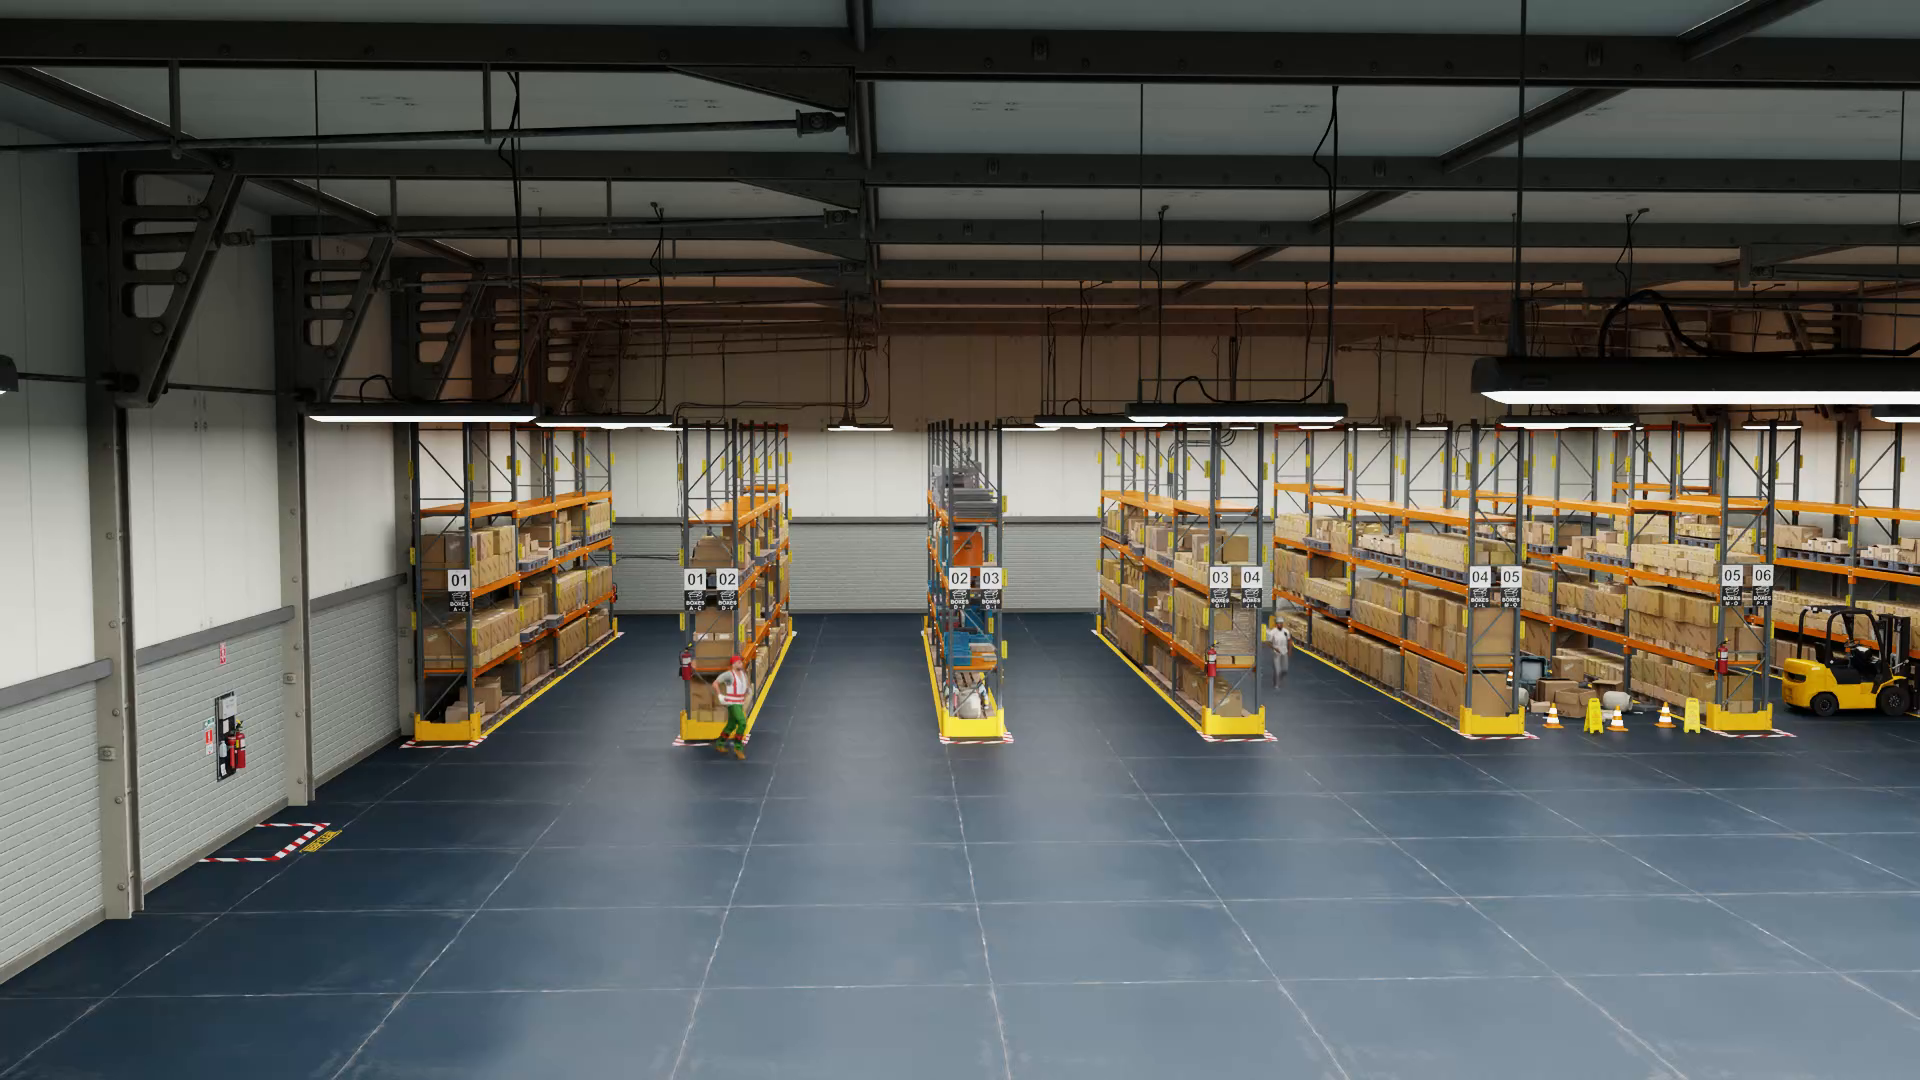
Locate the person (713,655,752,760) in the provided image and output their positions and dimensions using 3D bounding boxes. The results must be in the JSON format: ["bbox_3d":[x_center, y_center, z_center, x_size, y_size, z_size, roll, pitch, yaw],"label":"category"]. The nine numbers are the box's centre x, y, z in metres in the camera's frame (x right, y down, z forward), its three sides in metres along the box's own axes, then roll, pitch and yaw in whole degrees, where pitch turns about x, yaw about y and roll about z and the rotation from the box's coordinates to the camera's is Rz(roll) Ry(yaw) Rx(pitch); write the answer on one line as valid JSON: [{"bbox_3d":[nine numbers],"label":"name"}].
[{"bbox_3d":[-4.013,2.946,29.492,0.724,1.829,0.674,2,4,23],"label":"person"}]

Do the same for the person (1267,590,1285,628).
[{"bbox_3d":[9.476,1.711,48.973,0.826,1.779,0.694,-1,4,-18],"label":"person"}]

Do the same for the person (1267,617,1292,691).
[{"bbox_3d":[7.135,2.527,36.994,0.608,1.658,0.549,-1,4,-9],"label":"person"}]
